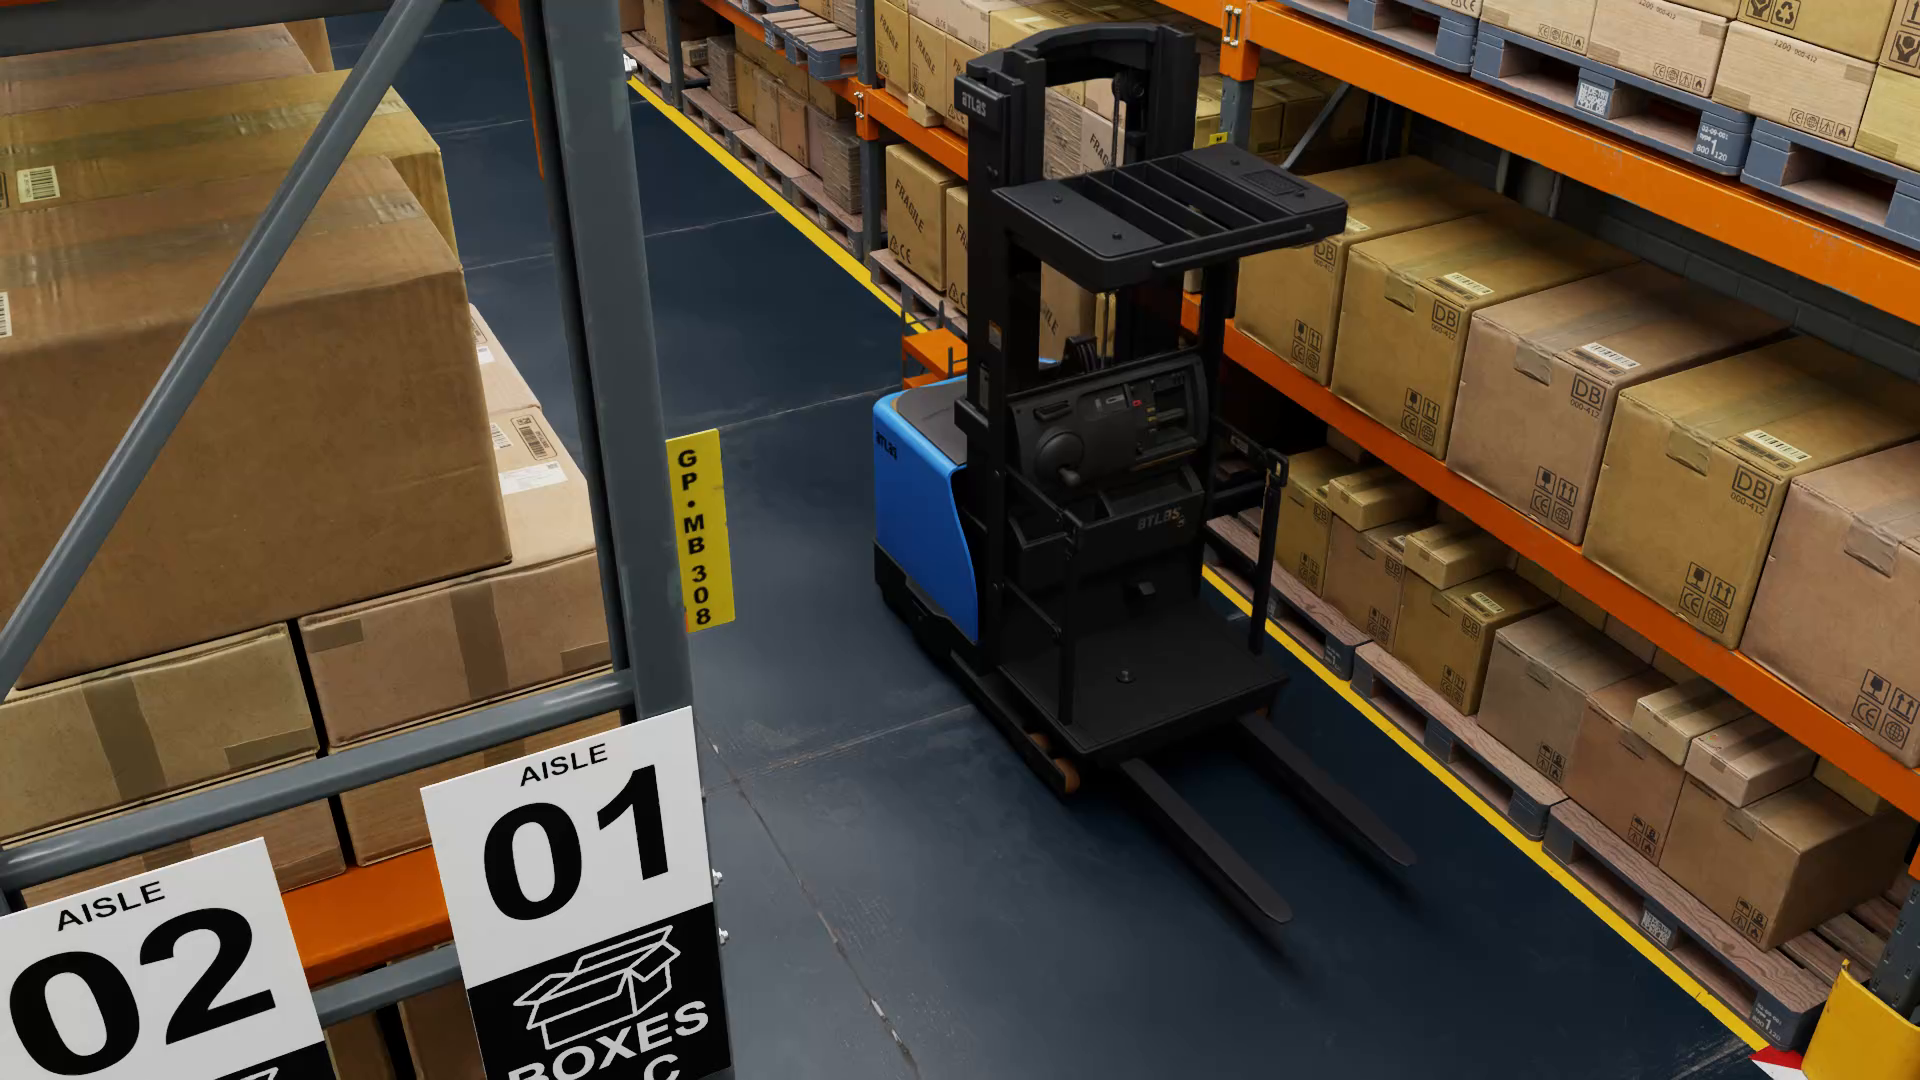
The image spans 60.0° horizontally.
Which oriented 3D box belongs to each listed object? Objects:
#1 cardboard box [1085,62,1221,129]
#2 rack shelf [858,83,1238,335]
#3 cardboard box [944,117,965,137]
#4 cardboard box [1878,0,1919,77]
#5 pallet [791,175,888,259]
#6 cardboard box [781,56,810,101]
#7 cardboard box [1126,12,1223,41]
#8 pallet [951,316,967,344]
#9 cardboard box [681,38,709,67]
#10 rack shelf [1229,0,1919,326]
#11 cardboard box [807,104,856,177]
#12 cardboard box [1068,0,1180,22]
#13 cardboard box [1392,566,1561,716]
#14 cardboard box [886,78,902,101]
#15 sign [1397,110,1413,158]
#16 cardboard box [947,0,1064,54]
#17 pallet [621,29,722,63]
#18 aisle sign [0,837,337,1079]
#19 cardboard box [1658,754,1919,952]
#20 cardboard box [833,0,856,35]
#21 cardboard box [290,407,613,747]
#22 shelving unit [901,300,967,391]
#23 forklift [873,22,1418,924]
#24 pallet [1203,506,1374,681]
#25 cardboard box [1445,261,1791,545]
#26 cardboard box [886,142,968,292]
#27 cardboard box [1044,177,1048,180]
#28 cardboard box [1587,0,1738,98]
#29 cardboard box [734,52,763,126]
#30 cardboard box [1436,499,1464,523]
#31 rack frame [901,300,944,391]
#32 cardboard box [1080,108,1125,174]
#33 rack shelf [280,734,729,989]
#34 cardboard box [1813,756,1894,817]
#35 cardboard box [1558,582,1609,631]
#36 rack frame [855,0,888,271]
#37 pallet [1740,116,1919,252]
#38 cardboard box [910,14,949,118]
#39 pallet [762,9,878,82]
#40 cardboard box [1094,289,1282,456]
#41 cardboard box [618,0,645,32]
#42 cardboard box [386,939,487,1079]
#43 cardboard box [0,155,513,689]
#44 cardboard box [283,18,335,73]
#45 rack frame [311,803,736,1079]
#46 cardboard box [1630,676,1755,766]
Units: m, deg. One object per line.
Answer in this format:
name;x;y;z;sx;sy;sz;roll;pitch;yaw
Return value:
cardboard box;0.980;-2.291;8.464;0.500;0.250;0.500;-15;36;-22
rack shelf;0.721;-2.046;9.830;1.077;0.370;4.000;-16;36;-23
cardboard box;0.122;-2.631;10.291;0.380;0.149;0.250;-16;36;-24
cardboard box;2.936;-1.501;4.494;0.500;0.500;0.500;-16;36;-23
pallet;-0.574;-2.503;12.461;1.003;0.211;1.213;-16;36;-23
cardboard box;-1.048;-3.615;12.826;0.500;0.250;0.500;-16;36;-23
cardboard box;1.182;-2.657;9.035;0.500;0.250;0.500;-17;36;-25
pallet;0.654;-1.153;10.354;1.003;0.211;1.213;-16;36;-23
cardboard box;-2.352;-4.453;15.138;0.380;0.166;0.250;-21;38;-29
rack shelf;2.586;-1.400;6.041;1.077;0.370;4.000;-16;36;-23
cardboard box;-0.730;-3.042;12.627;0.700;0.500;0.500;-16;36;-23
cardboard box;0.942;-2.907;9.425;0.500;0.250;0.500;-17;36;-24
cardboard box;2.380;0.350;7.351;0.700;0.500;0.500;-15;36;-22
cardboard box;-0.263;-2.991;10.852;0.380;0.149;0.250;-16;36;-24
sign;2.144;-1.933;8.111;0.100;0.325;0.005;-16;36;-23
cardboard box;0.260;-3.020;9.601;0.500;0.250;0.500;-16;36;-23
pallet;-2.994;-4.933;16.254;1.003;0.211;1.213;-16;36;-23
aisle sign;-1.101;0.777;2.347;0.394;0.787;0.004;-16;36;-23
cardboard box;3.104;1.081;6.210;0.700;0.500;0.500;-16;36;-23
cardboard box;-0.439;-3.753;11.326;0.700;0.500;0.500;-20;38;-29
cardboard box;-0.871;0.041;2.801;0.500;0.250;0.500;-16;36;-23
shelving unit;-0.069;-0.561;8.513;0.258;1.200;0.503;-17;36;-24
forklift;0.735;-0.432;6.707;1.130;2.935;3.031;-17;36;-24
pallet;1.939;0.162;8.301;1.003;0.211;1.213;-16;36;-23
cardboard box;2.576;-0.564;6.571;0.980;0.700;0.700;-18;37;-25
cardboard box;0.016;-2.191;10.993;0.750;0.750;0.750;-16;36;-24
cardboard box;0.692;-2.005;9.313;0.380;0.149;0.250;-17;36;-24
cardboard box;2.452;-1.683;5.472;0.500;0.250;0.500;-17;36;-25
cardboard box;-1.433;-3.764;13.754;0.700;0.500;0.500;-17;36;-24
cardboard box;2.391;-0.152;7.533;0.380;0.149;0.250;-17;36;-25
rack frame;-0.189;-0.675;8.692;0.240;1.200;0.015;-17;36;-24
cardboard box;0.969;-1.968;8.655;0.500;0.500;0.500;-16;36;-23
rack shelf;-1.794;-0.153;4.094;1.077;0.370;4.000;-16;36;-23
cardboard box;3.339;0.817;6.020;0.380;0.149;0.250;-16;36;-23
cardboard box;2.746;0.213;6.964;0.380;0.149;0.250;-15;36;-23
rack frame;-0.211;-3.304;11.126;1.000;3.000;0.127;-16;36;-23
pallet;3.164;-1.063;4.930;1.003;0.211;1.213;-16;36;-23
cardboard box;0.025;-2.931;10.157;0.500;0.500;0.500;-15;35;-22
pallet;-0.638;-3.536;11.667;1.213;0.211;1.003;-16;36;-23
cardboard box;1.236;-0.944;9.046;0.750;0.750;0.750;-15;36;-23
cardboard box;-3.135;-5.267;16.099;0.700;0.500;0.500;-18;37;-26
cardboard box;-0.835;1.021;3.357;0.500;0.500;0.500;-15;35;-22
cardboard box;-1.116;-0.205;2.490;0.700;0.500;0.500;-16;36;-23
cardboard box;-1.752;-0.939;3.635;0.700;0.500;0.500;-16;36;-23
rack frame;-0.862;1.762;3.219;1.000;3.000;0.127;-16;36;-23
cardboard box;2.763;0.671;6.249;0.380;0.149;0.250;-15;36;-22
